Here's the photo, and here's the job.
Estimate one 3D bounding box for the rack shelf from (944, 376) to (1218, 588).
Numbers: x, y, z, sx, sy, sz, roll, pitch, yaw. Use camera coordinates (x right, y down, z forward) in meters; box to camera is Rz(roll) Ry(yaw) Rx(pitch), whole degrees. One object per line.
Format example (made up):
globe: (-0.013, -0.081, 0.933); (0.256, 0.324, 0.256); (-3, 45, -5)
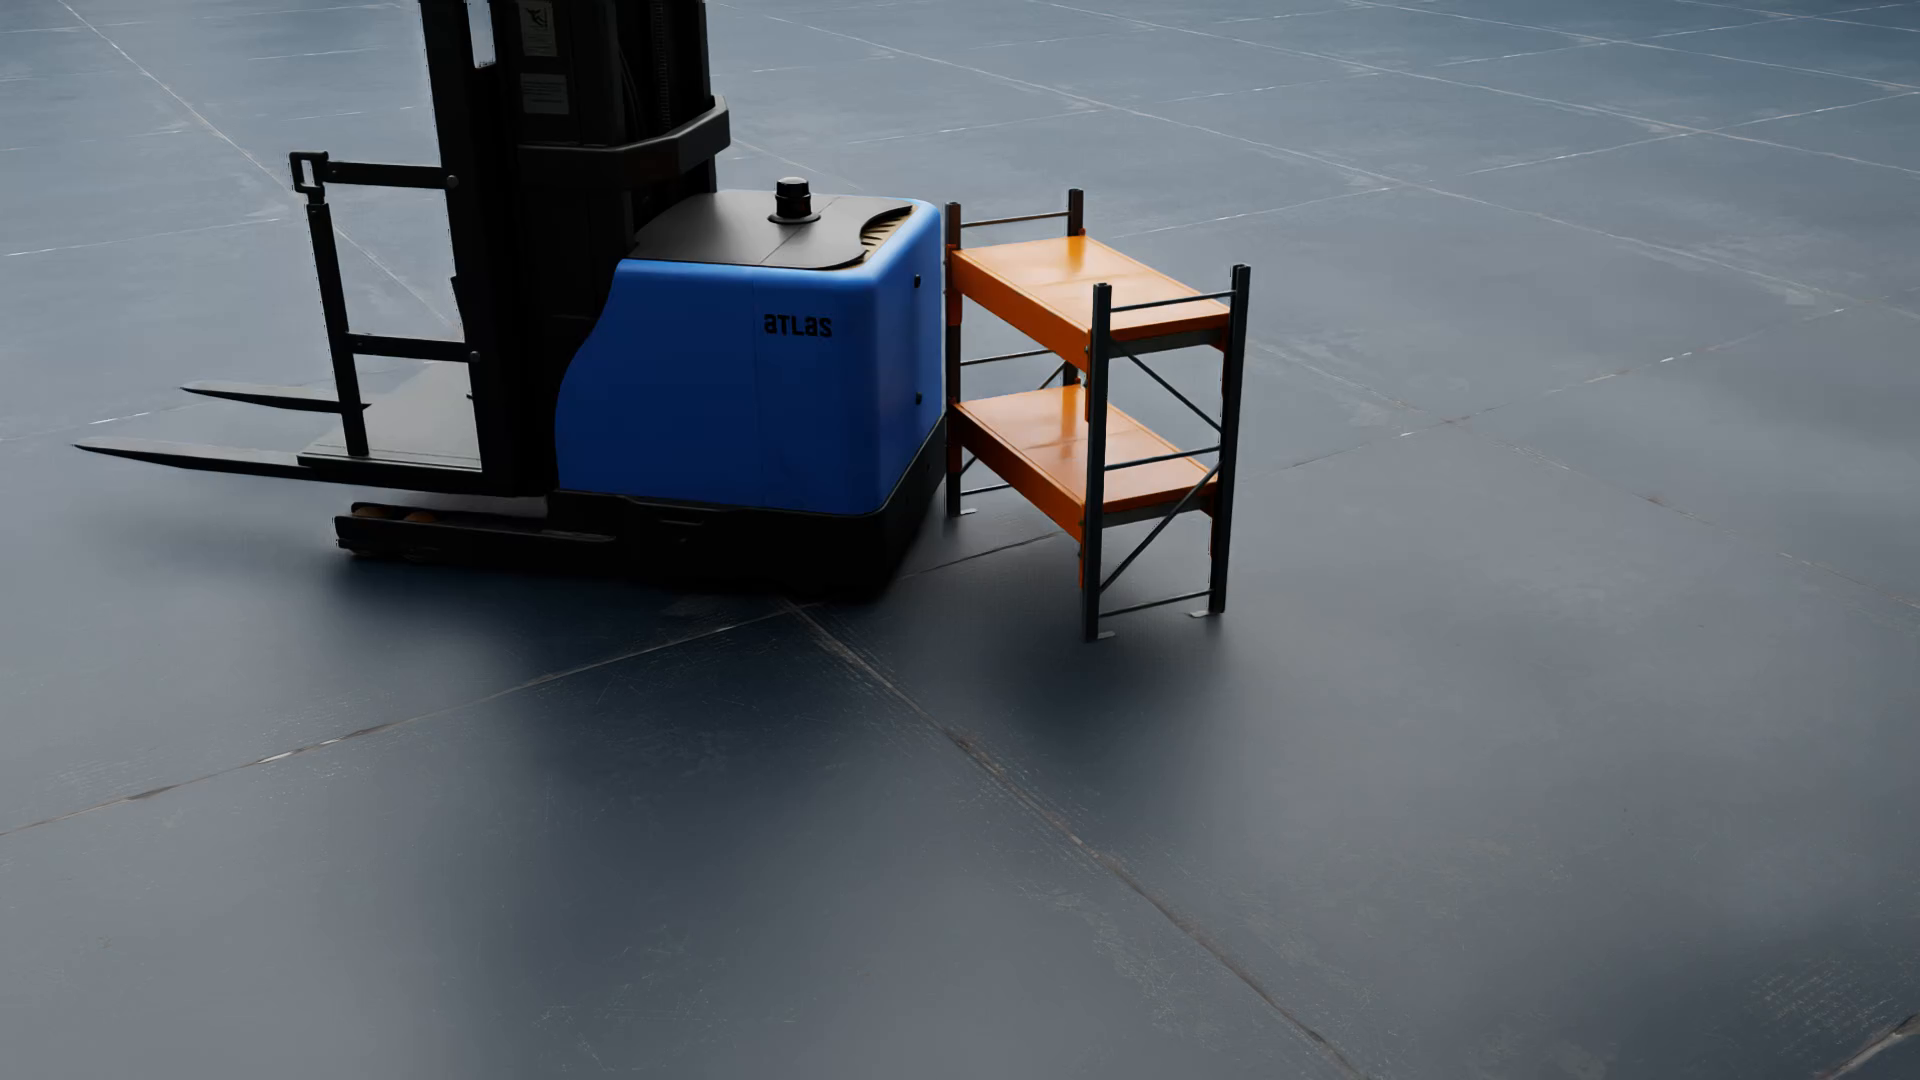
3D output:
rack shelf: (0.394, -0.218, 5.466); (0.538, 0.278, 1.000); (-11, 27, -22)

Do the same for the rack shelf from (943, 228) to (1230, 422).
rack shelf: (0.394, -0.704, 5.237); (0.538, 0.278, 1.000); (-11, 27, -22)

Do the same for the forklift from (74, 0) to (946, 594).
forklift: (-1.624, -1.464, 5.417); (3.031, 2.935, 1.130); (5, 26, 11)

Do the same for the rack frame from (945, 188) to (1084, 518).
rack frame: (0.184, -0.637, 5.781); (0.500, 1.125, 0.032); (-11, 27, -22)

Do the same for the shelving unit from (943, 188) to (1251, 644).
shelving unit: (0.394, -0.439, 5.362); (0.538, 1.125, 1.048); (-11, 27, -22)

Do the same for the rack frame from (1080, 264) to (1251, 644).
rack frame: (0.604, -0.241, 4.943); (0.500, 1.125, 0.032); (-11, 27, -22)
